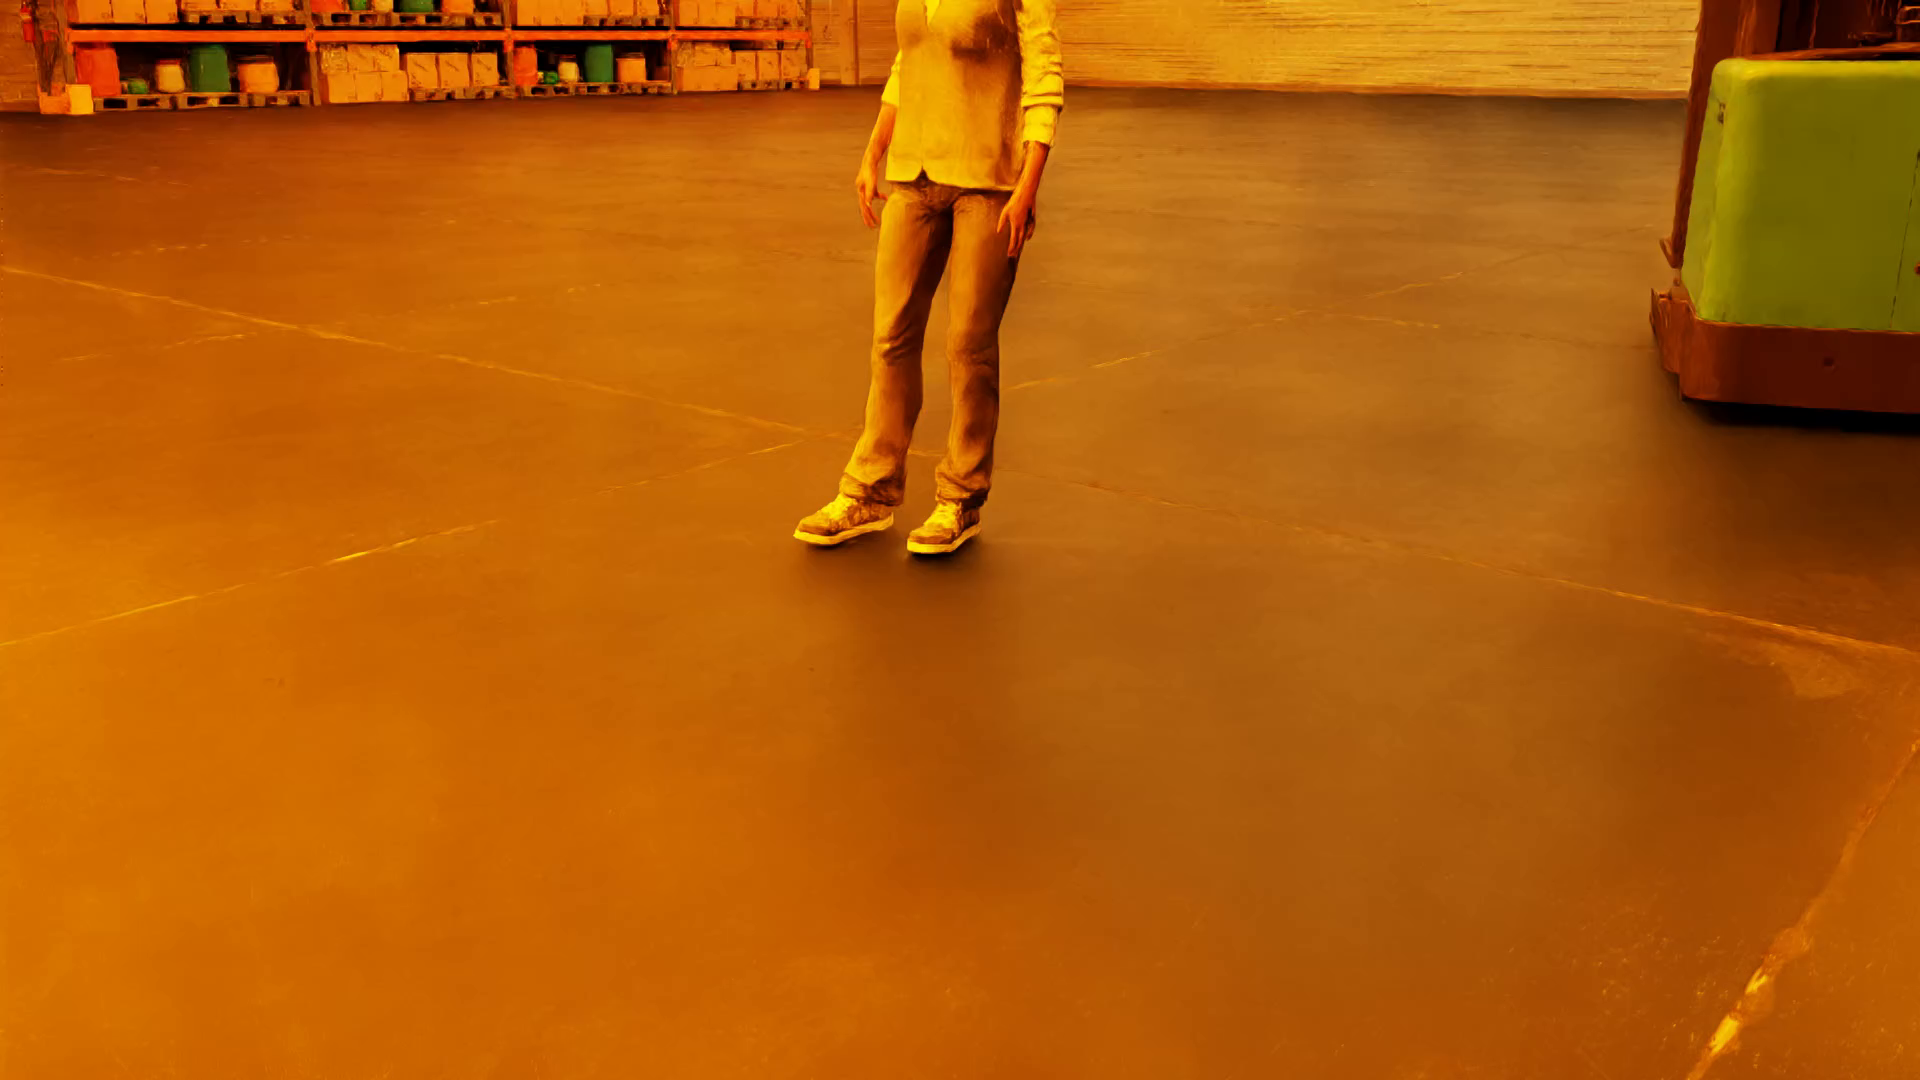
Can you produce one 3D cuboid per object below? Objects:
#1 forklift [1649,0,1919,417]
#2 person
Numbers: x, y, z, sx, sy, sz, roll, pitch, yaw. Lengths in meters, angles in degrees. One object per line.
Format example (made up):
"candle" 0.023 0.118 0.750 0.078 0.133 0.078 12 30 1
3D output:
"forklift" 3.233 -2.128 5.905 1.130 2.935 3.031 6 18 19
"person" -0.058 -0.757 3.662 0.521 1.597 0.474 13 21 37
